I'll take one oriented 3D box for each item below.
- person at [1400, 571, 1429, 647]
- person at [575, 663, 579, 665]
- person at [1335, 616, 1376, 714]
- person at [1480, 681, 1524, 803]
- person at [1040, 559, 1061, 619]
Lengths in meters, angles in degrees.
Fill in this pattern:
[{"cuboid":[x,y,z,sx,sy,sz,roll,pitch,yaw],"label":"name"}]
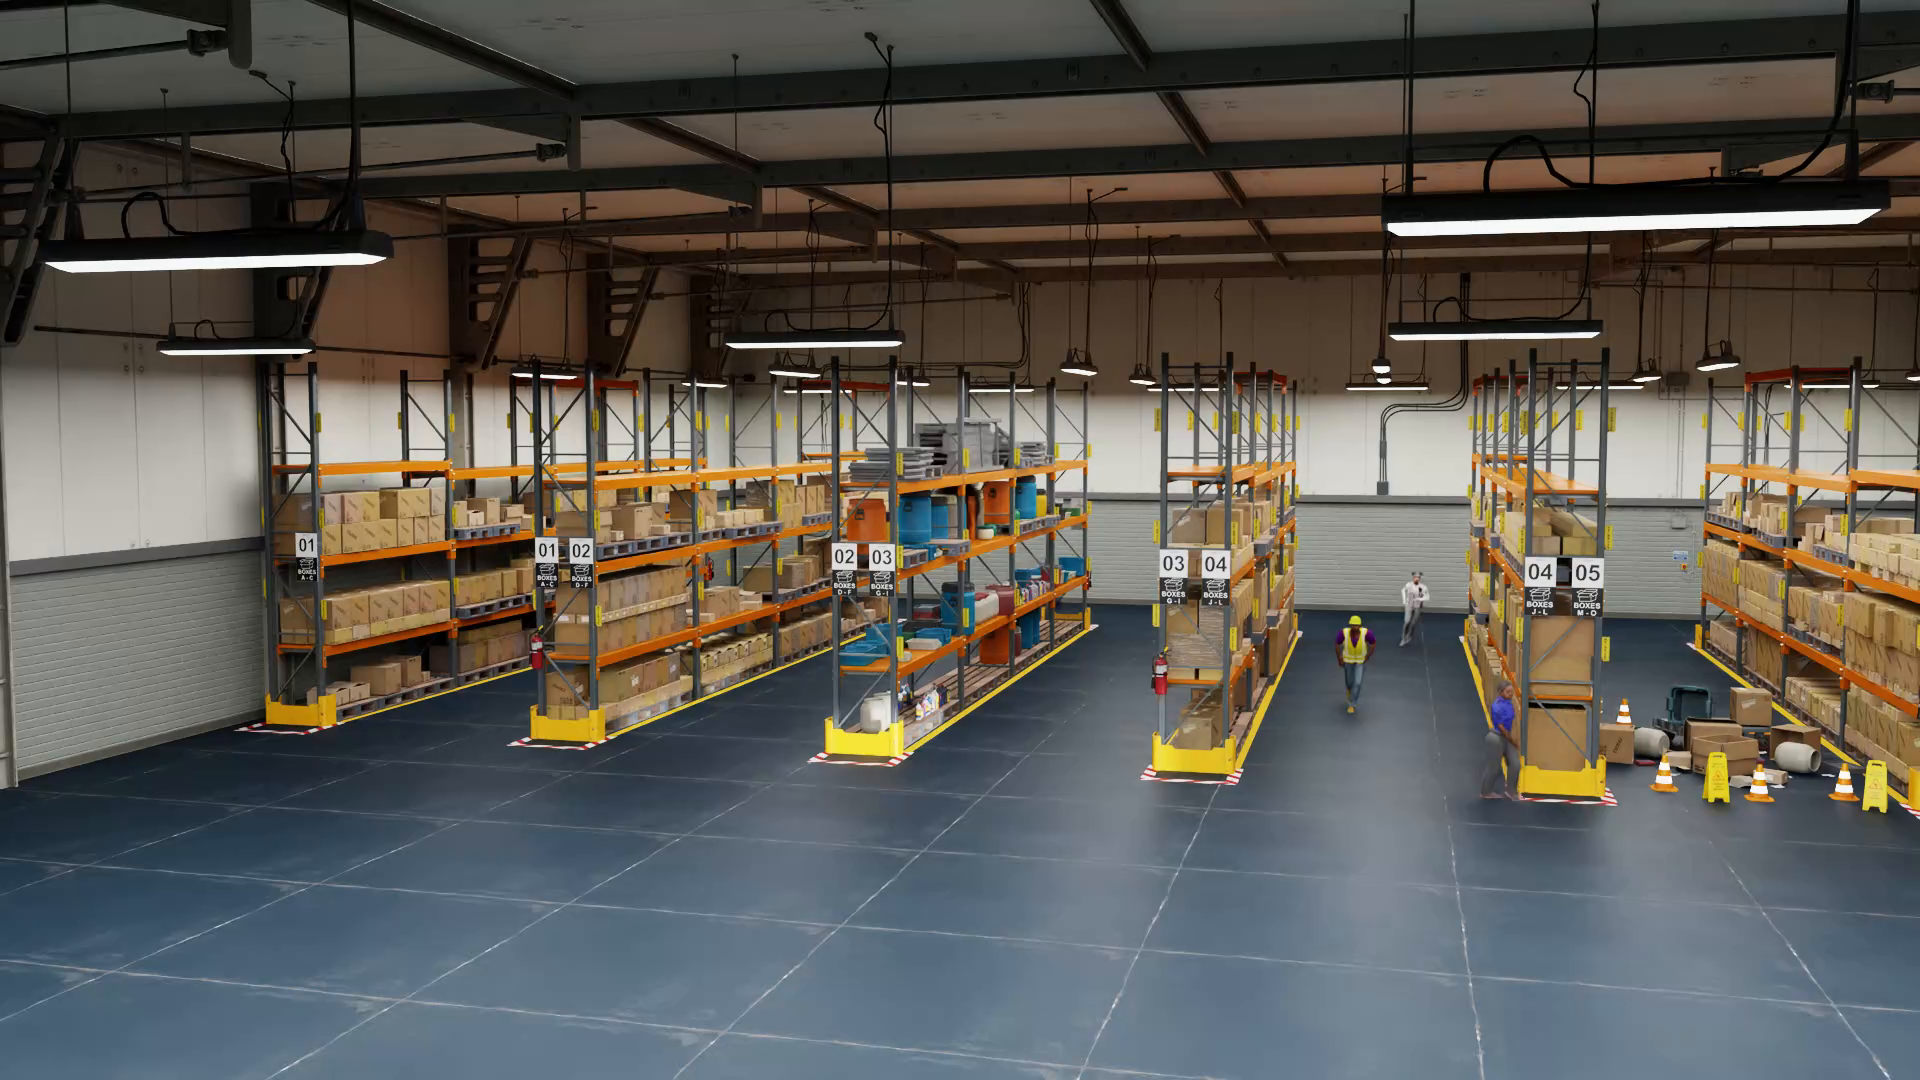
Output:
[{"cuboid":[10.217,1.545,37.346,0.622,1.727,0.696,1,4,16],"label":"person"},{"cuboid":[-6.858,2.039,30.428,0.677,1.699,0.829,1,4,8],"label":"person"},{"cuboid":[6.882,2.141,28.973,0.699,1.706,0.937,1,4,8],"label":"person"},{"cuboid":[7.112,2.680,21.894,0.542,1.694,0.538,3,5,39],"label":"person"},{"cuboid":[2.366,1.249,42.401,0.507,1.549,0.748,3,5,38],"label":"person"}]
